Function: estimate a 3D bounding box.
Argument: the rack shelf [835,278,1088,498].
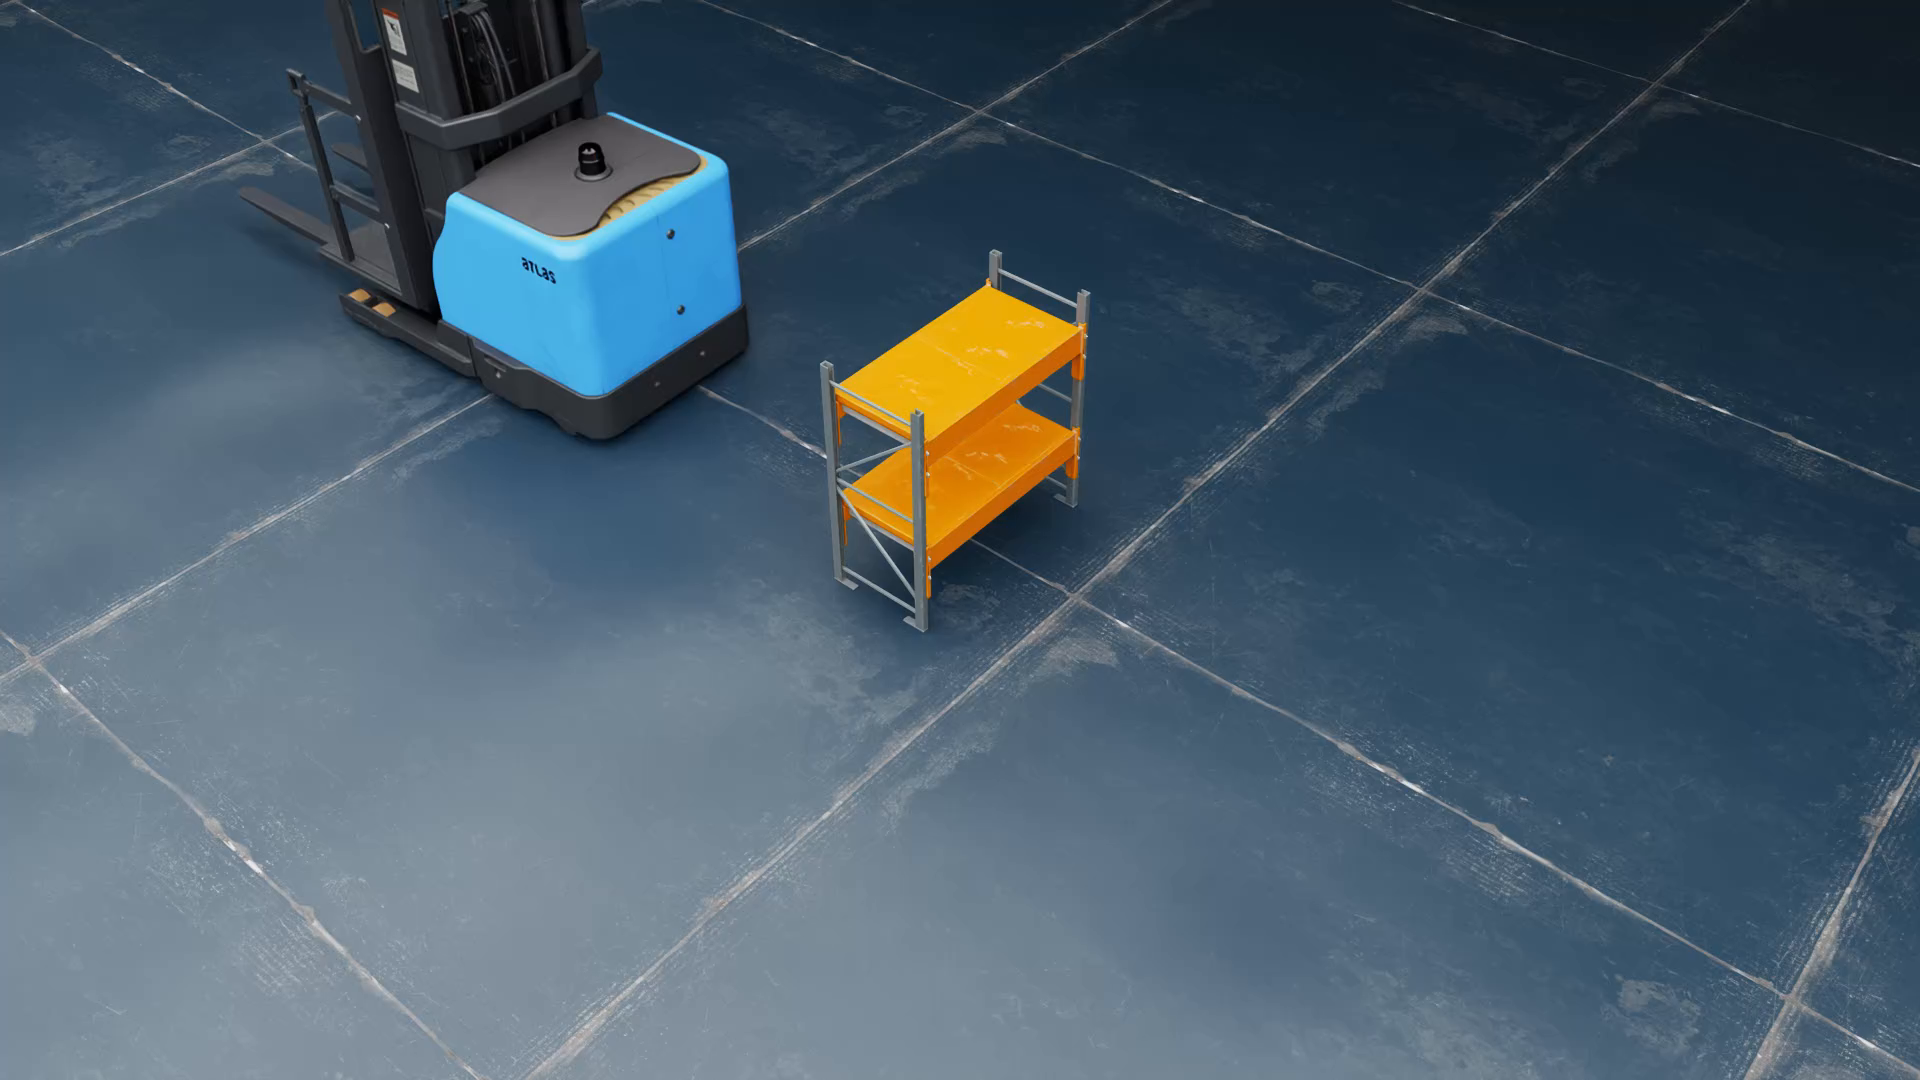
[{"bbox_3d":[-0.004,-0.629,6.671,0.538,0.278,1.000,29,50,28],"label":"rack shelf"}]

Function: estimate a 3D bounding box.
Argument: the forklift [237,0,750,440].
[{"bbox_3d":[-2.516,-2.366,7.673,3.031,2.935,1.130,27,49,27],"label":"forklift"}]

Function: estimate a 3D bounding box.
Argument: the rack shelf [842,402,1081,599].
[{"bbox_3d":[-0.004,-0.232,7.032,0.538,0.278,1.000,29,50,28],"label":"rack shelf"}]

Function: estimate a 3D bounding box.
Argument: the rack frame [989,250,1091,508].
[{"bbox_3d":[0.323,-0.674,7.156,0.500,1.125,0.032,29,50,28],"label":"rack frame"}]

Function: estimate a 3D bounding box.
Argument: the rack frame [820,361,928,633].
[{"bbox_3d":[-0.331,-0.151,6.580,0.500,1.125,0.032,29,50,28],"label":"rack frame"}]

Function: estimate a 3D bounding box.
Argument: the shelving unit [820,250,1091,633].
[{"bbox_3d":[-0.004,-0.413,6.868,0.538,1.125,1.048,29,50,28],"label":"shelving unit"}]
